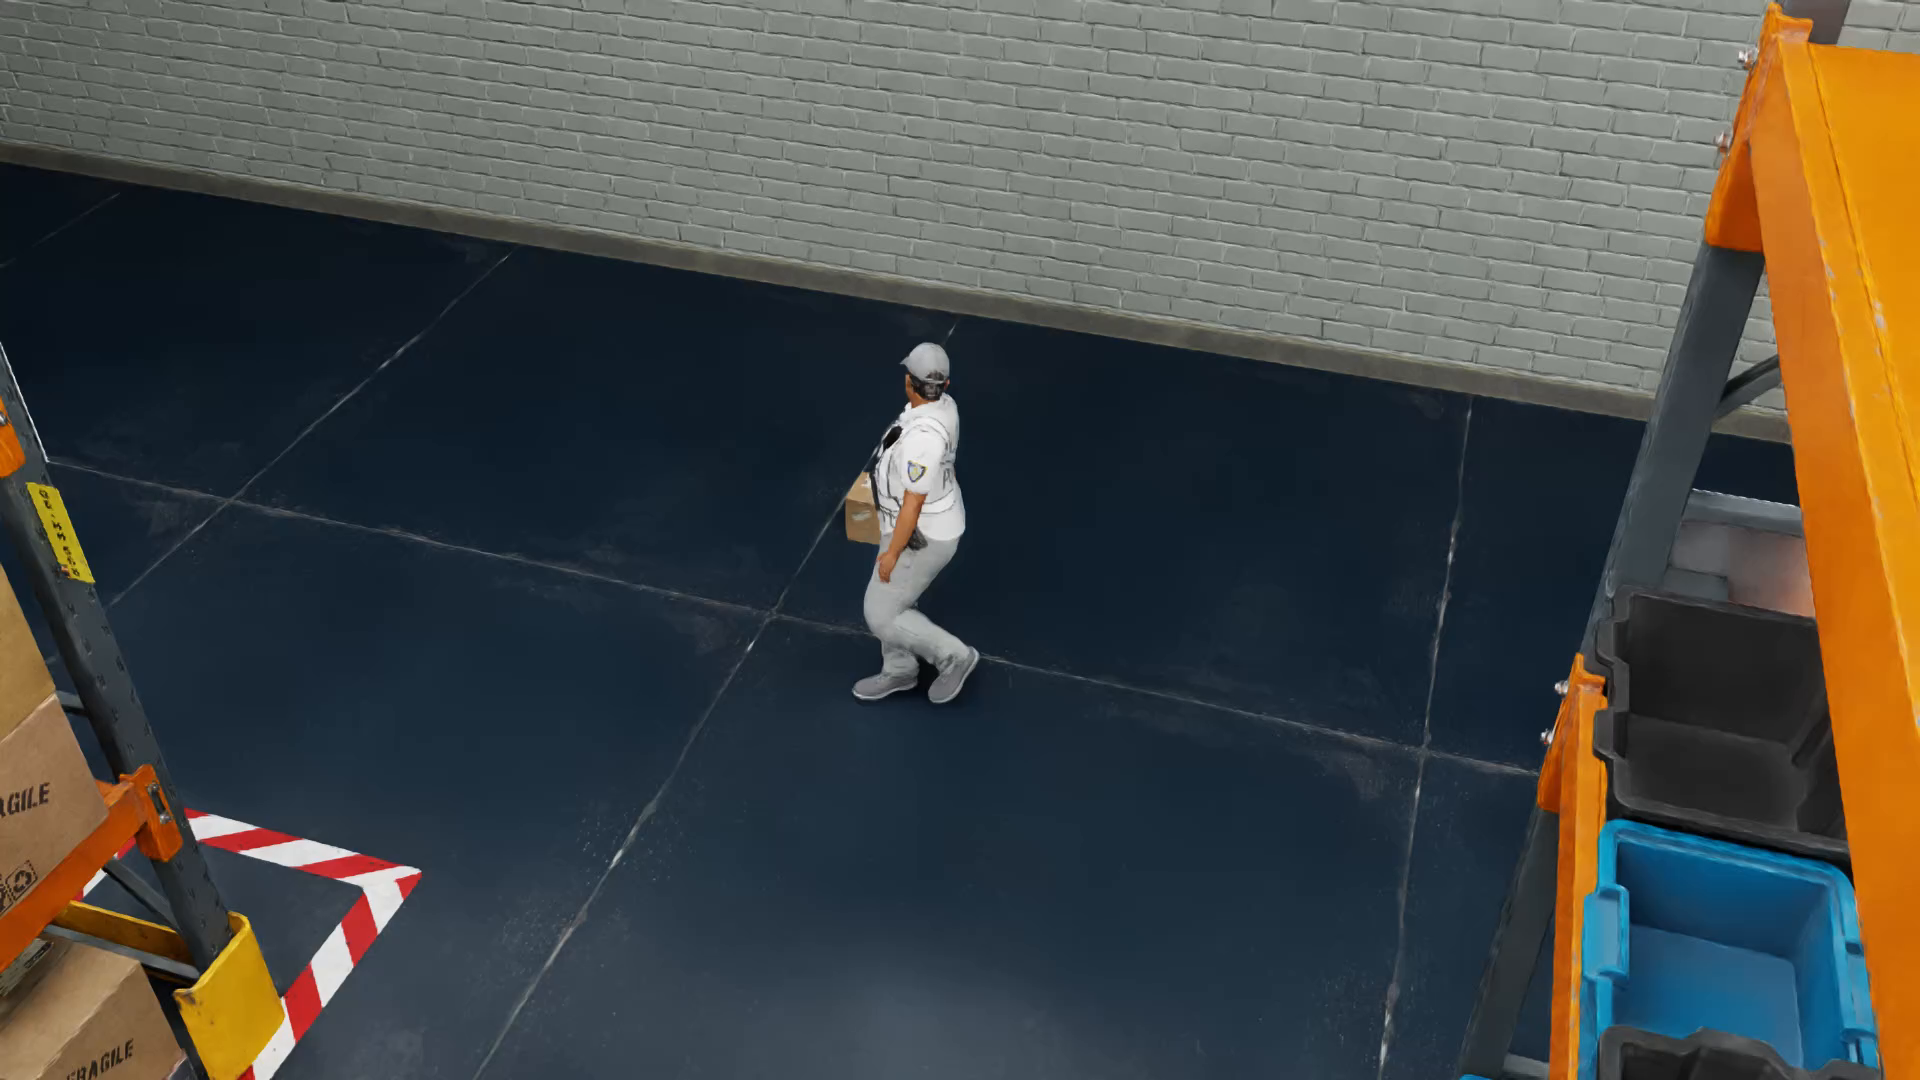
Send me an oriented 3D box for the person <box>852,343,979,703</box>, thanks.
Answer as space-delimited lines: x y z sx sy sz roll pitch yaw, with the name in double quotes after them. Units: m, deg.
-0.199 -0.048 6.980 0.548 1.626 0.561 0 37 1 "person"
